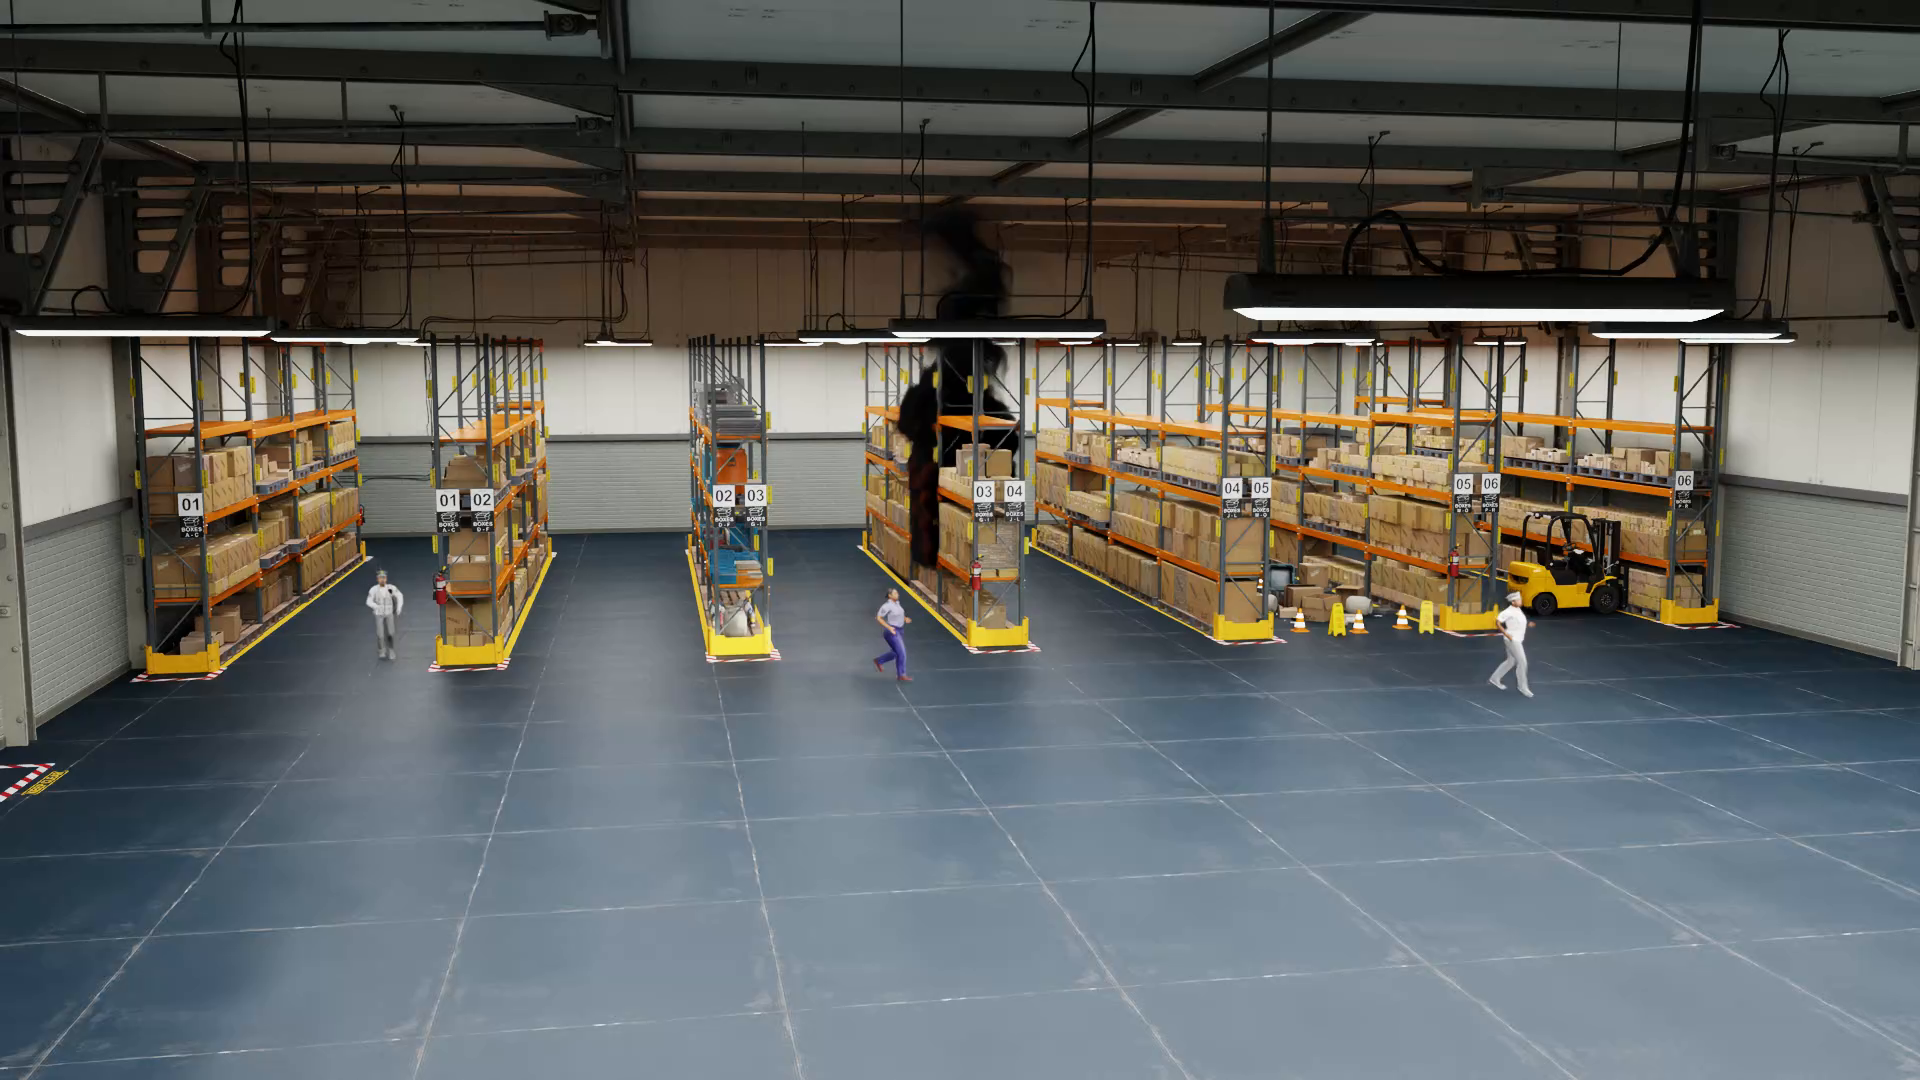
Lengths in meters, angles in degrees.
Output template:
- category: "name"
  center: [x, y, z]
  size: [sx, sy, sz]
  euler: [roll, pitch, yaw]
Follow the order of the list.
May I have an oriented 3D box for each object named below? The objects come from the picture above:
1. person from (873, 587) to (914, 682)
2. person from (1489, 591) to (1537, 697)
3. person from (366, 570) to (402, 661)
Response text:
- category: "person"
  center: [-1.176, 1.629, 28.823]
  size: [0.823, 1.602, 0.620]
  euler: [3, 7, 22]
- category: "person"
  center: [9.197, 1.709, 27.647]
  size: [0.781, 1.740, 0.567]
  euler: [4, 8, 32]
- category: "person"
  center: [-10.570, 1.398, 30.582]
  size: [0.643, 1.708, 0.660]
  euler: [-3, 7, -23]
